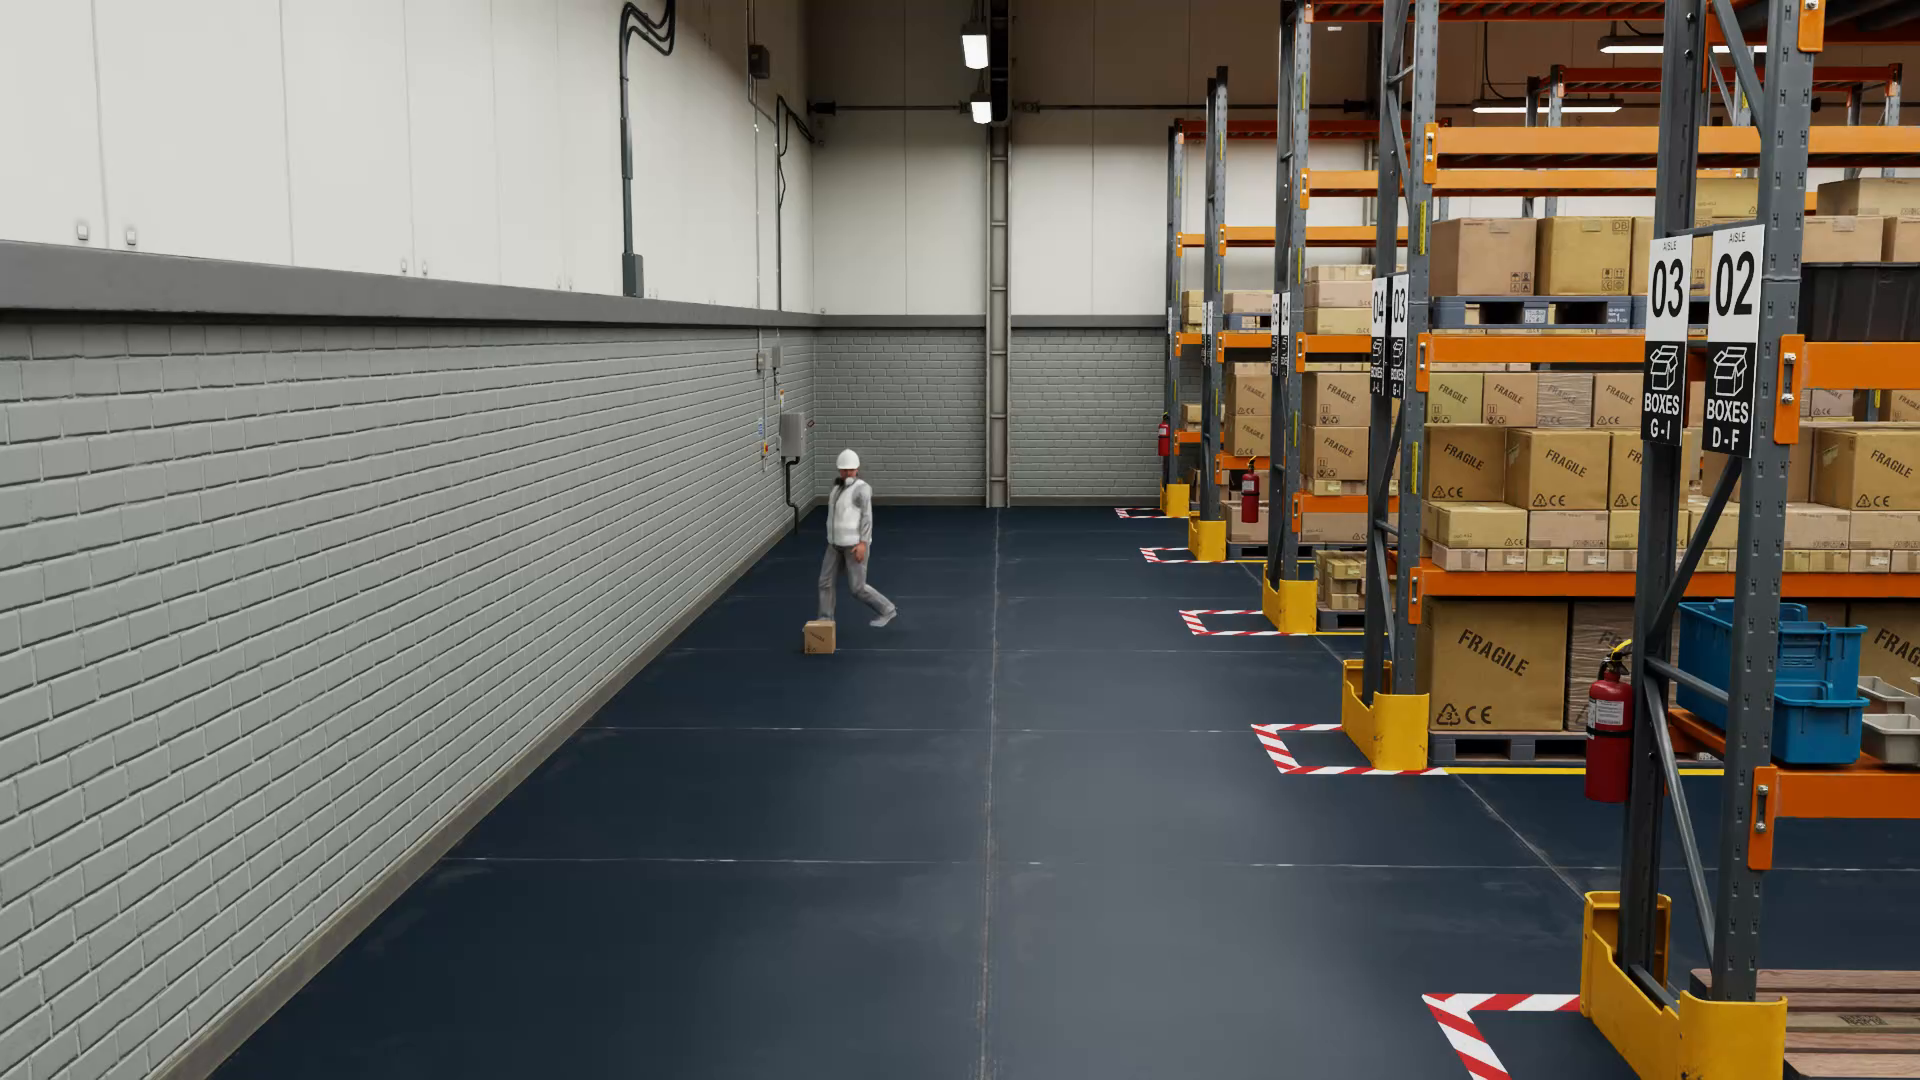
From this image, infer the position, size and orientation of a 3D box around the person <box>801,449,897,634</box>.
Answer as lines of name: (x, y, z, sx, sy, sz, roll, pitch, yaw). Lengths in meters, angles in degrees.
person: (-1.047, 0.033, 15.468, 0.855, 1.751, 0.567, -6, 9, -40)
